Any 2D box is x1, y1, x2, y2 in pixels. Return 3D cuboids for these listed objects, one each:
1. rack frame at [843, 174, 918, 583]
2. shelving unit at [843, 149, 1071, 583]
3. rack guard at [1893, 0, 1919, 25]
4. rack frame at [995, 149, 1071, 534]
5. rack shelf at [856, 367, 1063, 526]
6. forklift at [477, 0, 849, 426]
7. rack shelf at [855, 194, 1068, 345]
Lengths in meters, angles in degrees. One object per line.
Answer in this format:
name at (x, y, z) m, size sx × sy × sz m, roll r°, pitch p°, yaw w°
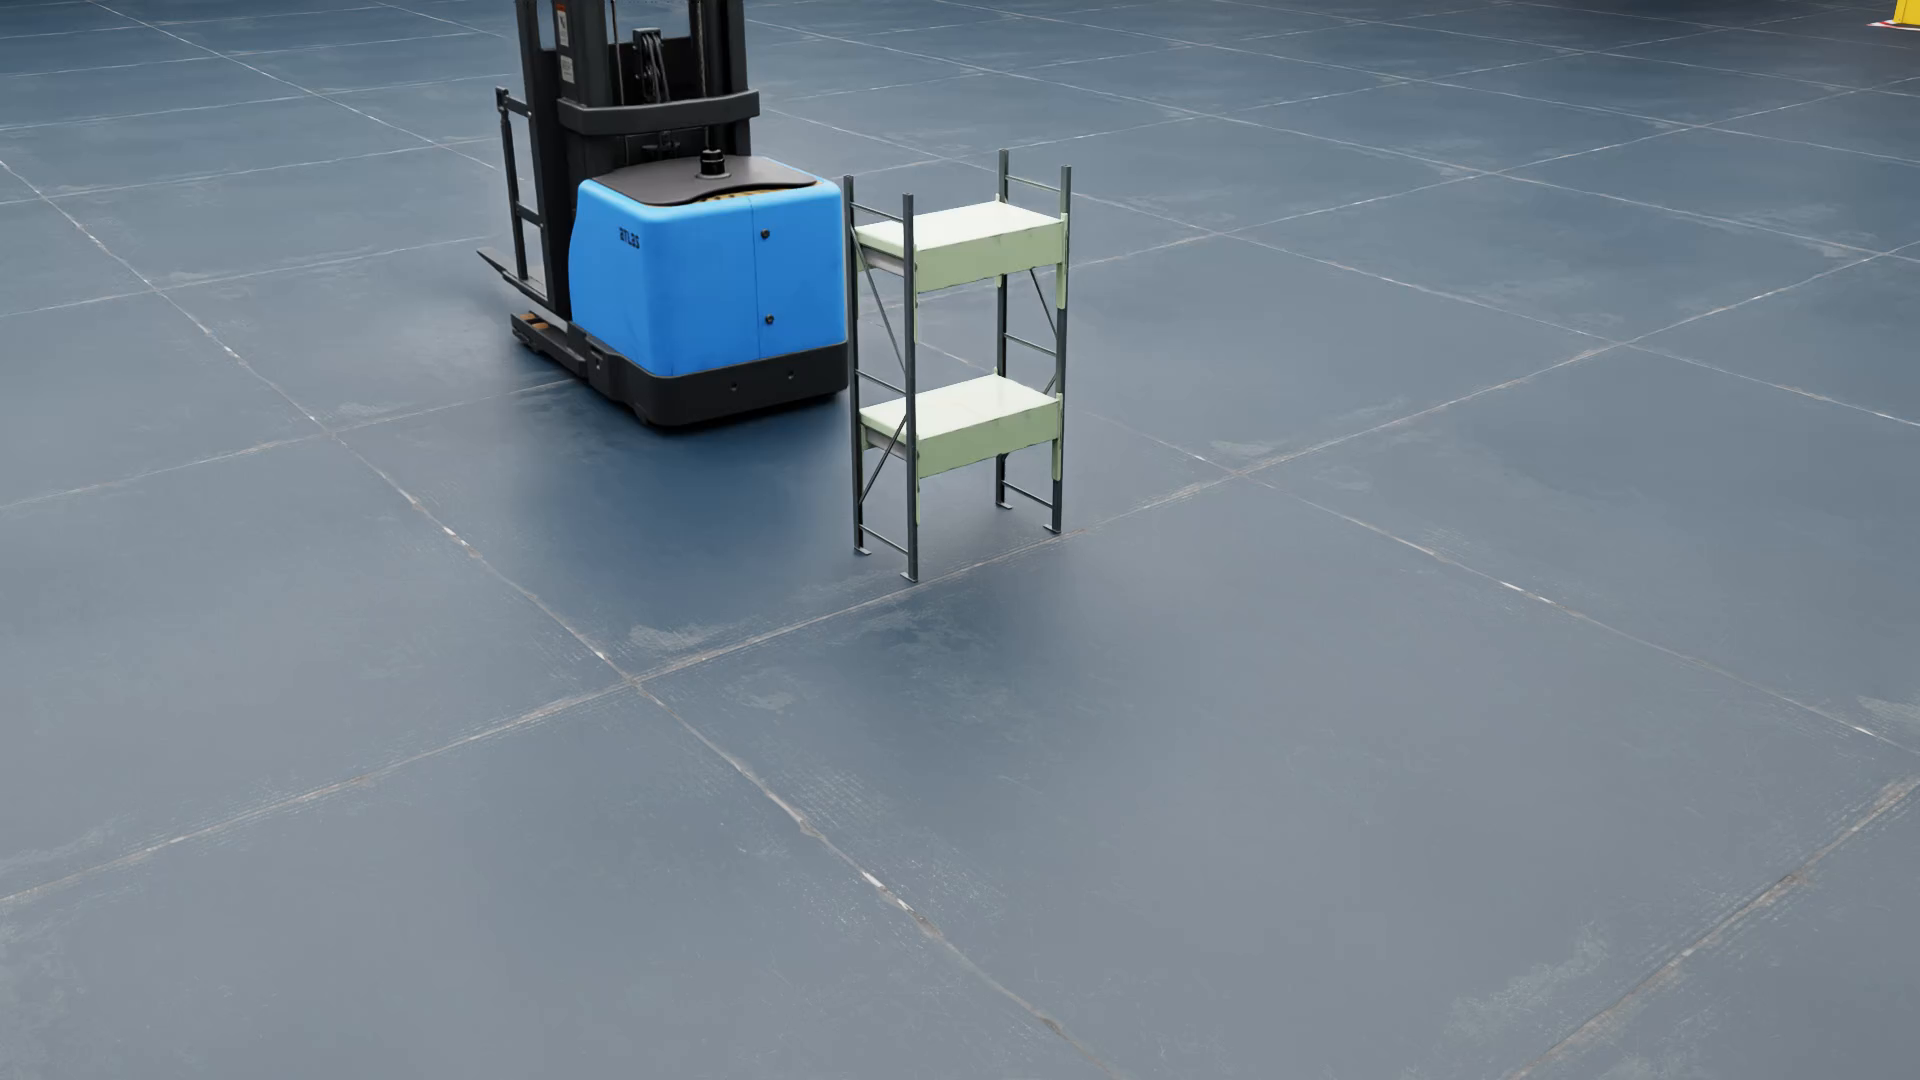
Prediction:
rack frame at (-0.293, -0.583, 6.226) m, size 0.023 × 1.500 × 0.400 m, roll -18°, pitch 31°, yaw -34°
shelving unit at (-0.005, -0.679, 6.431) m, size 0.755 × 1.500 × 0.431 m, roll -18°, pitch 31°, yaw -34°
rack guard at (11.984, -6.469, 20.094) m, size 0.348 × 0.500 × 1.175 m, roll -18°, pitch 31°, yaw -34°
rack frame at (0.283, -0.774, 6.635) m, size 0.023 × 1.500 × 0.400 m, roll -18°, pitch 31°, yaw -34°
rack shelf at (-0.005, -0.383, 6.568) m, size 0.720 × 0.370 × 0.431 m, roll -18°, pitch 31°, yaw -34°
forklift at (-1.781, -2.426, 8.496) m, size 1.130 × 2.935 × 3.031 m, roll -16°, pitch 29°, yaw -30°
rack shelf at (-0.005, -1.033, 6.266) m, size 0.720 × 0.370 × 0.431 m, roll -18°, pitch 31°, yaw -34°
